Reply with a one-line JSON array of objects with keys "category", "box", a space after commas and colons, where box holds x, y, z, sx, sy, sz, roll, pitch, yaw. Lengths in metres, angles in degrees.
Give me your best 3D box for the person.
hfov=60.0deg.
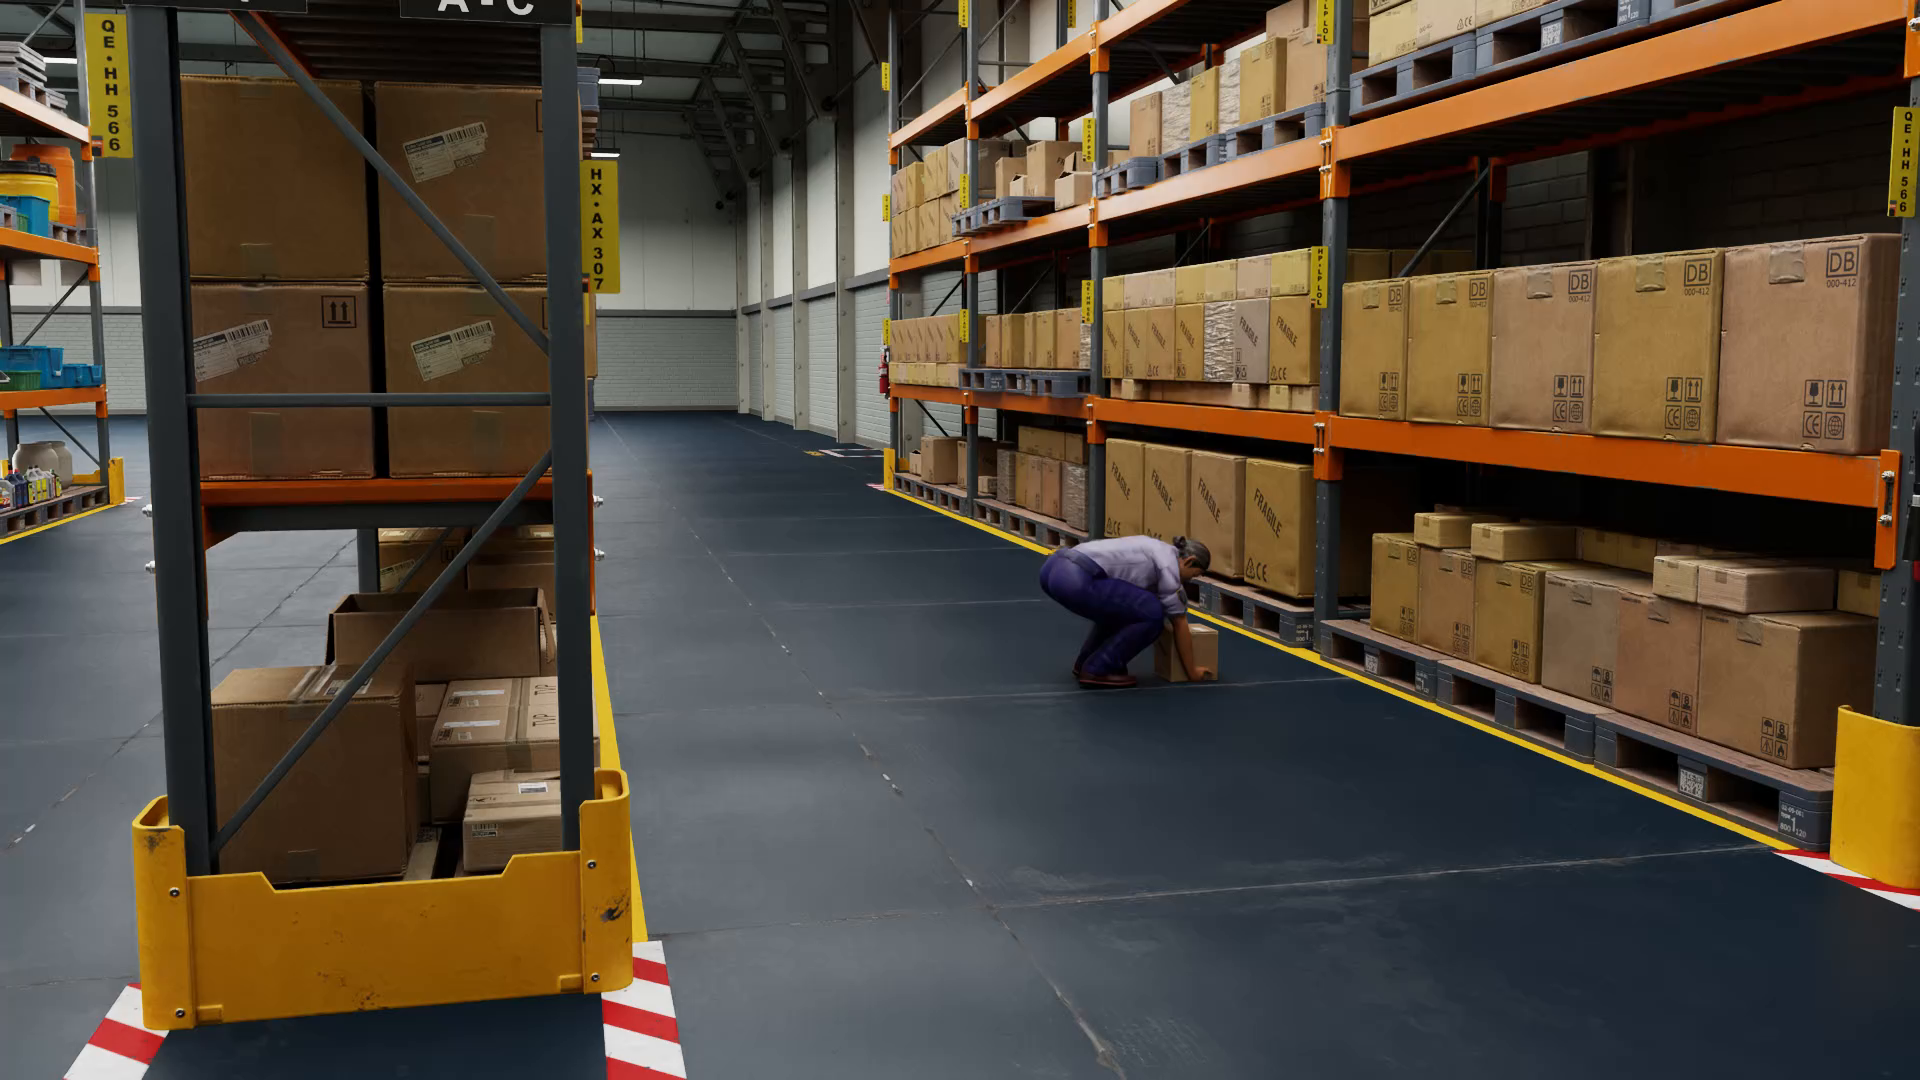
[{"category": "person", "box": [0.844, 0.354, 8.335, 0.899, 0.741, 0.498, -2, 6, -15]}]
